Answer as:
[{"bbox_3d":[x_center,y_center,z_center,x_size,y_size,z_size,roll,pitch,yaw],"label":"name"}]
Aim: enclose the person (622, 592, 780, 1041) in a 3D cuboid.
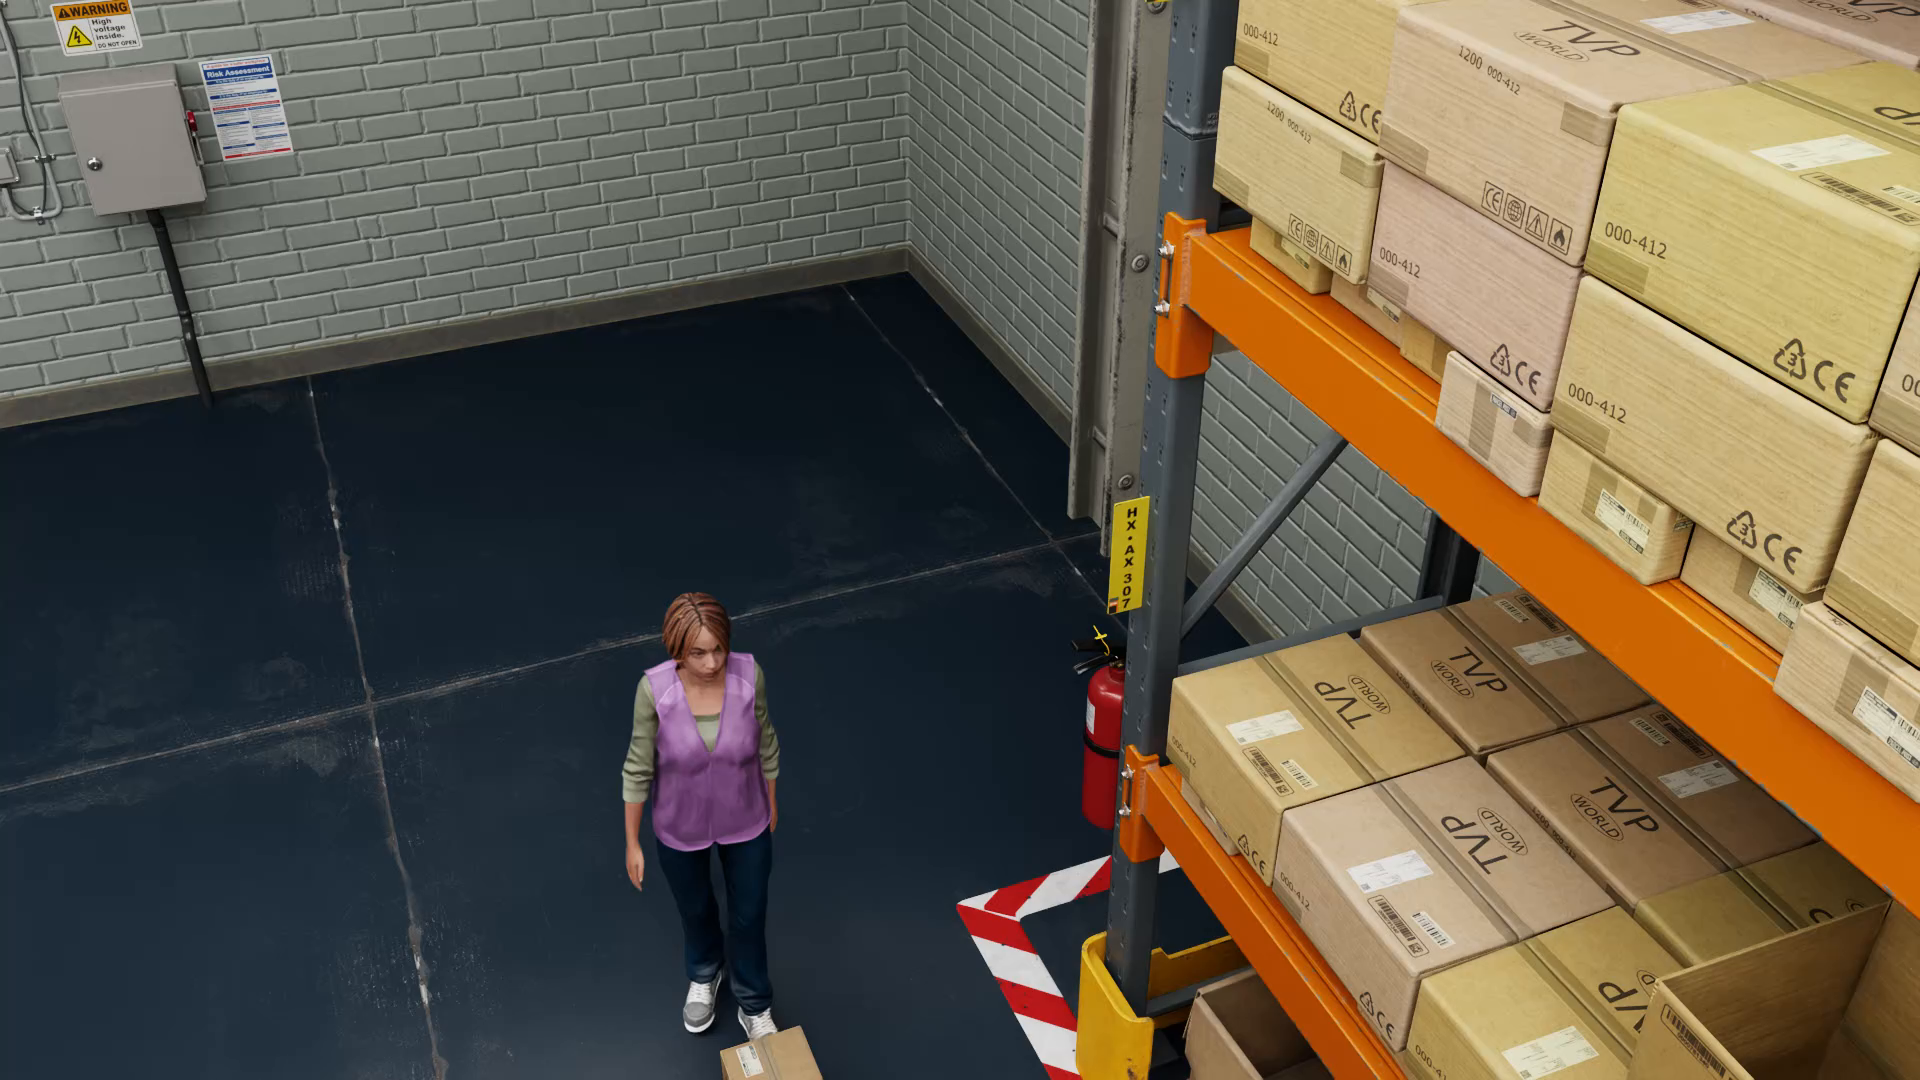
[{"bbox_3d":[-0.736,0.864,4.842,0.480,1.606,0.464,-7,35,-11],"label":"person"}]
